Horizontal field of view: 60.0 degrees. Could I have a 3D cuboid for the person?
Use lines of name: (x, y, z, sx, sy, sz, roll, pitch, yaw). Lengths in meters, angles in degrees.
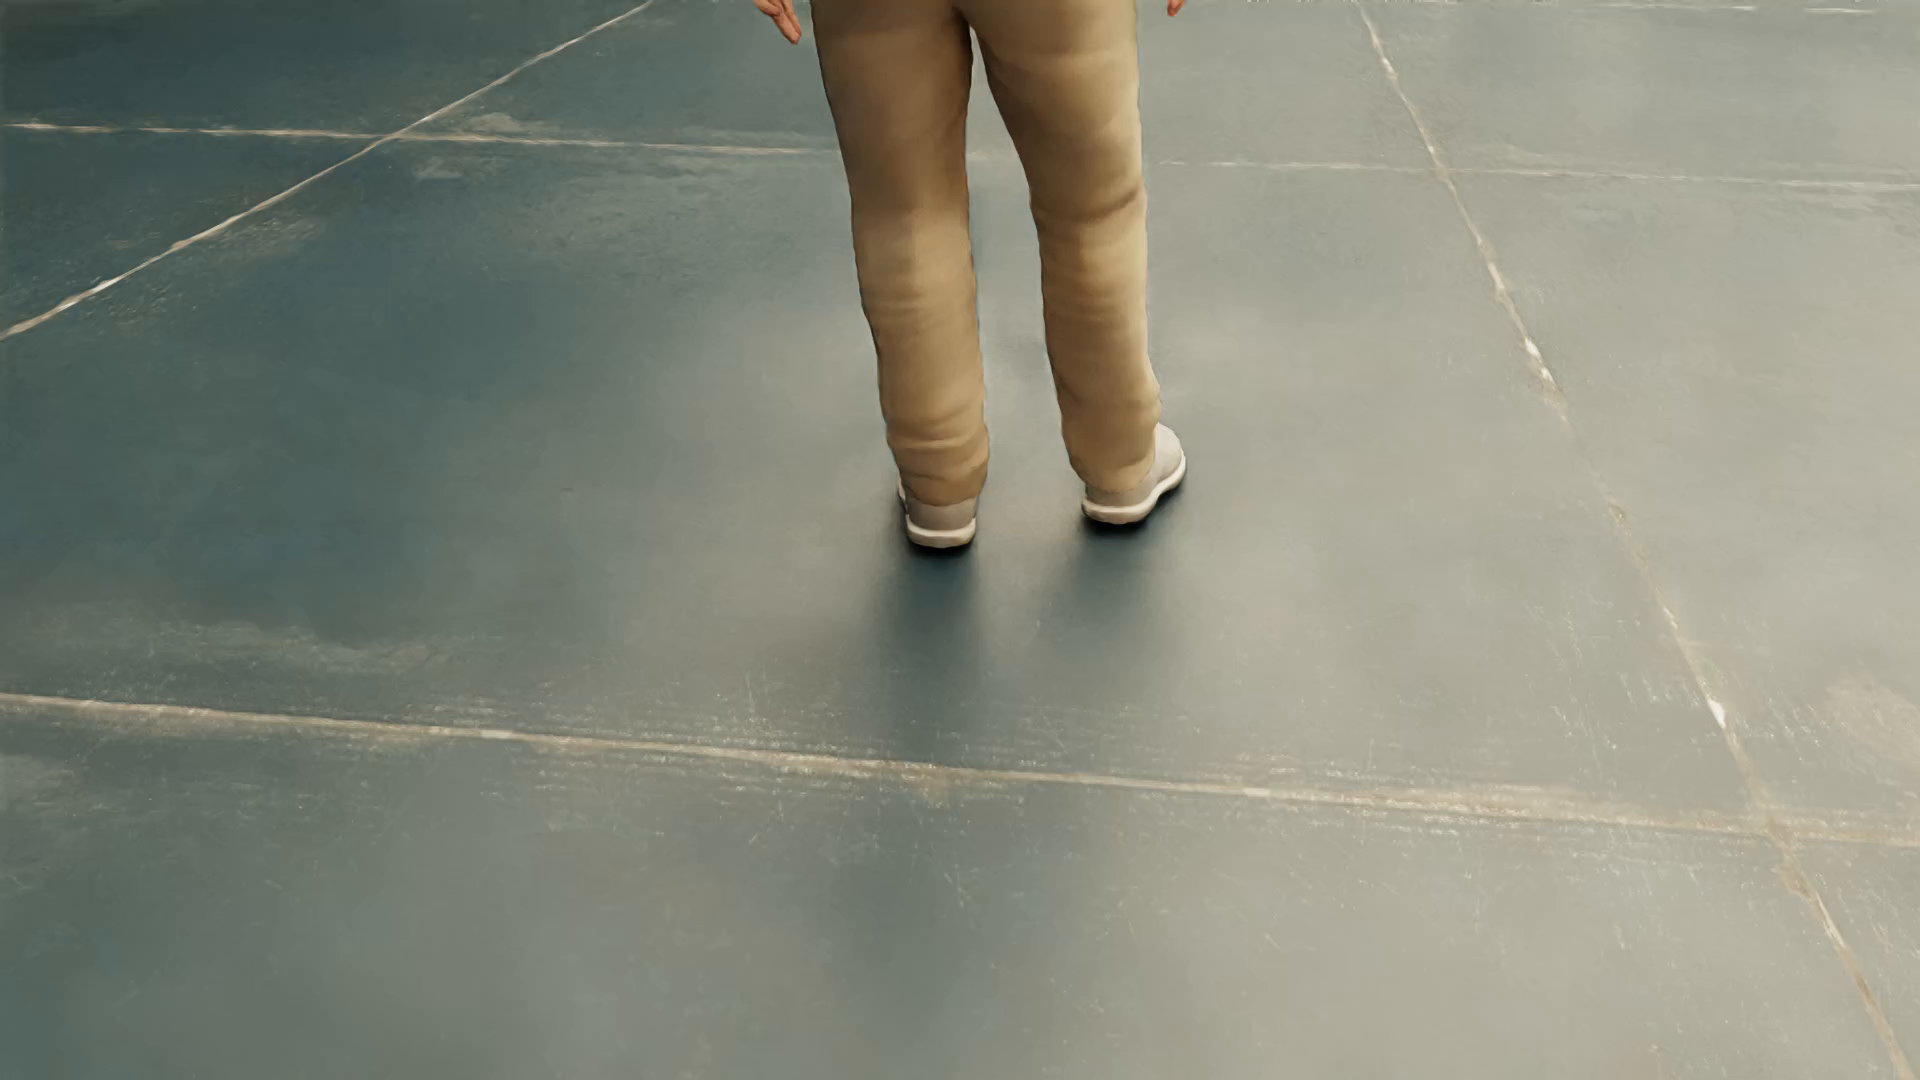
person: (0.024, -0.819, 2.189, 0.640, 1.727, 0.550, 3, 27, 7)
